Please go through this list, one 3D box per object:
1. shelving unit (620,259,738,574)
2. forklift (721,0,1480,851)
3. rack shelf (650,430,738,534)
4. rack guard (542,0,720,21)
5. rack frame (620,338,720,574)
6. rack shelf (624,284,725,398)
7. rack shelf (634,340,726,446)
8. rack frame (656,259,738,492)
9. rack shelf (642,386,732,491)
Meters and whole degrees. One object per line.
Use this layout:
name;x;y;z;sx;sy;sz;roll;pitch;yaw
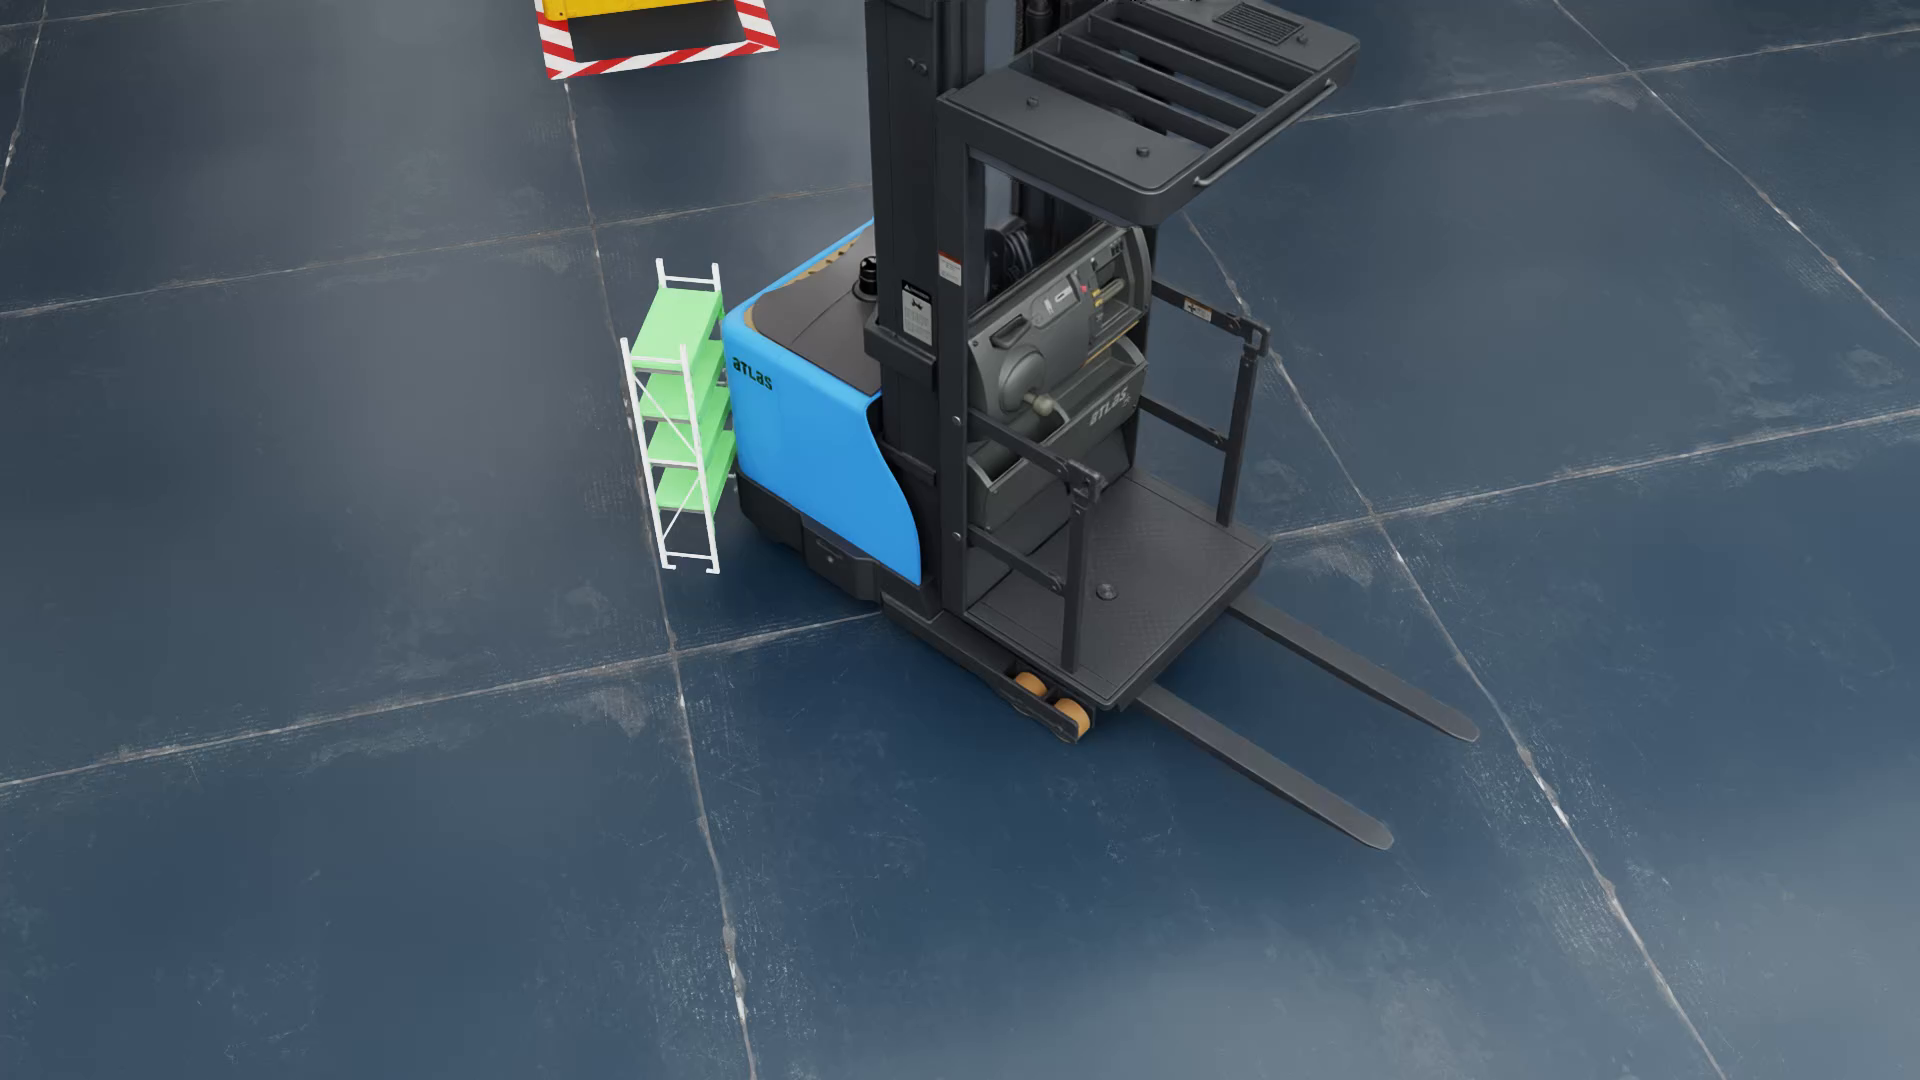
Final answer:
shelving unit;-1.079;-0.470;6.622;0.258;1.200;0.503;6;46;6
forklift;0.517;-0.698;5.632;3.031;2.935;1.130;32;53;27
rack shelf;-1.079;-0.258;6.839;0.258;0.148;0.480;6;46;6
rack guard;-1.987;-3.538;10.118;1.175;0.500;0.348;-11;47;-10
rack frame;-1.112;-0.298;6.452;0.240;1.200;0.015;6;46;6
rack shelf;-1.079;-0.762;6.324;0.258;0.148;0.480;6;46;6
rack shelf;-1.079;-0.594;6.496;0.258;0.148;0.480;6;46;6
rack frame;-1.045;-0.643;6.791;0.240;1.200;0.015;6;46;6
rack shelf;-1.079;-0.426;6.667;0.258;0.148;0.480;6;46;6
